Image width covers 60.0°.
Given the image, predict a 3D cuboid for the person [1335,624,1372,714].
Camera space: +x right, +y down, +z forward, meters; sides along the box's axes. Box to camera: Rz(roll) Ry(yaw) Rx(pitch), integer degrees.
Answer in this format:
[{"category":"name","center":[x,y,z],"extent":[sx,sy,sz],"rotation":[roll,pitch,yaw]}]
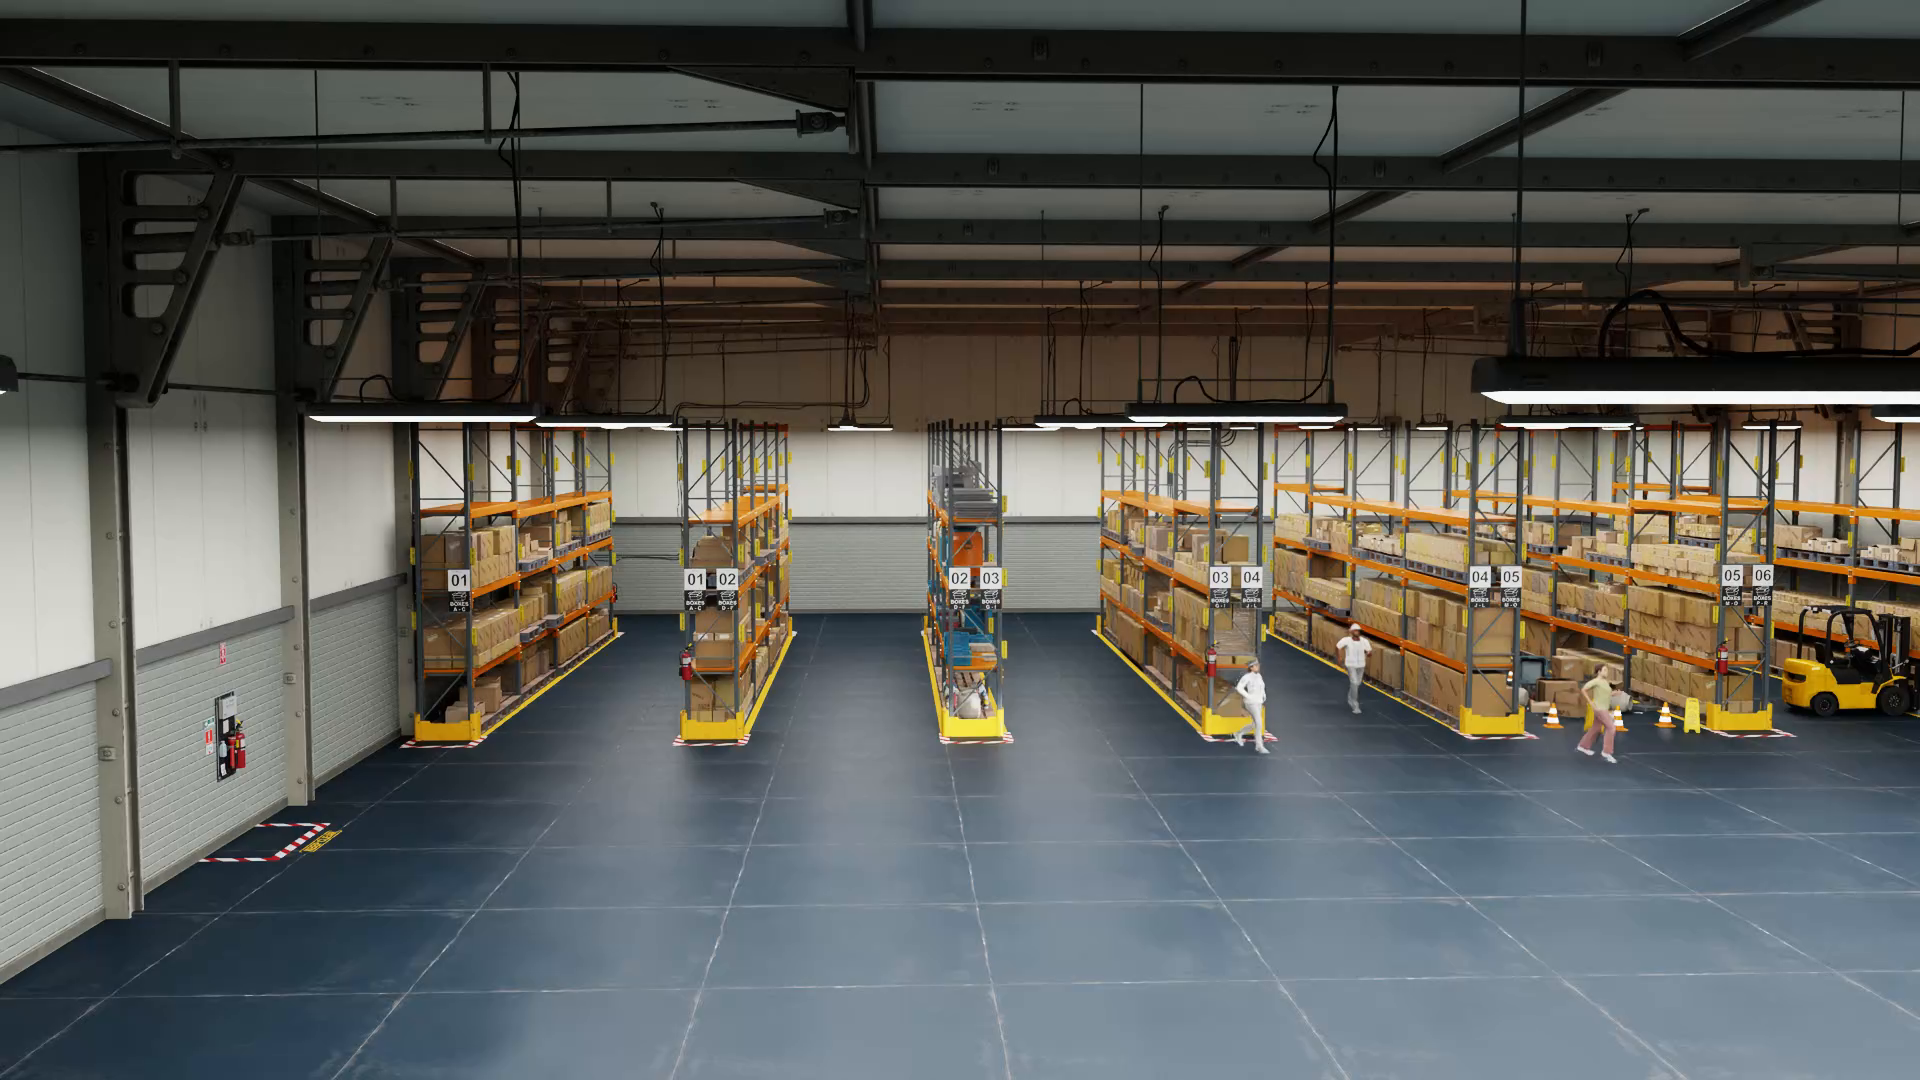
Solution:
[{"category":"person","center":[8.151,2.625,34.308],"extent":[0.682,1.803,0.879],"rotation":[-1,4,-13]}]

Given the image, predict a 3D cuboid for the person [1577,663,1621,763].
[{"category":"person","center":[11.205,3.018,29.158],"extent":[0.747,1.728,0.547],"rotation":[3,4,36]}]

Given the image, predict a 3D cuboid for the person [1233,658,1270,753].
[{"category":"person","center":[5.281,2.976,30.041],"extent":[0.666,1.722,0.765],"rotation":[-4,5,-45]}]
